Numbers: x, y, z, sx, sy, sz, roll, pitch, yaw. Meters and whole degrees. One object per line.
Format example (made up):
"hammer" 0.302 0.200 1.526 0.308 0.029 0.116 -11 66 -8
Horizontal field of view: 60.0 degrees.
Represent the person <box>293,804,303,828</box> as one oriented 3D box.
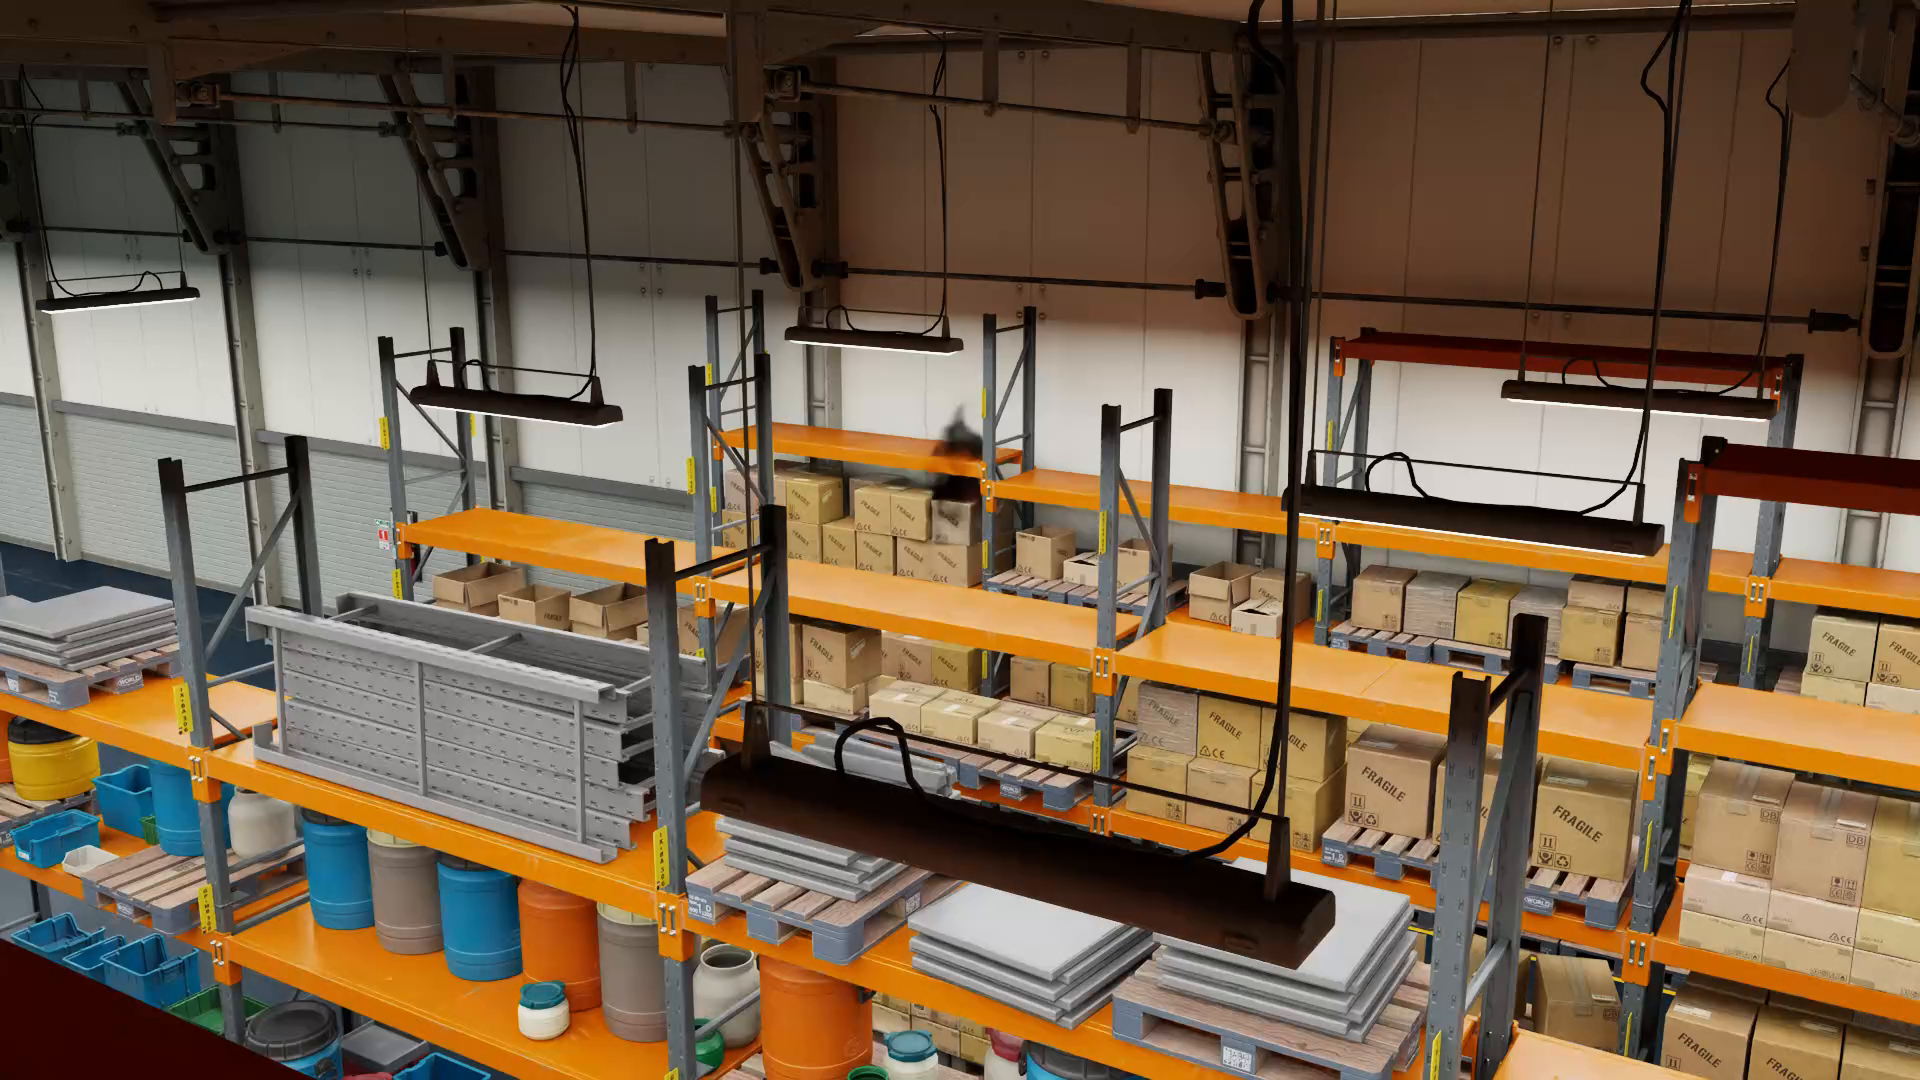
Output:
"person" -7.425 2.749 18.419 0.983 1.771 0.675 -9 16 -32
